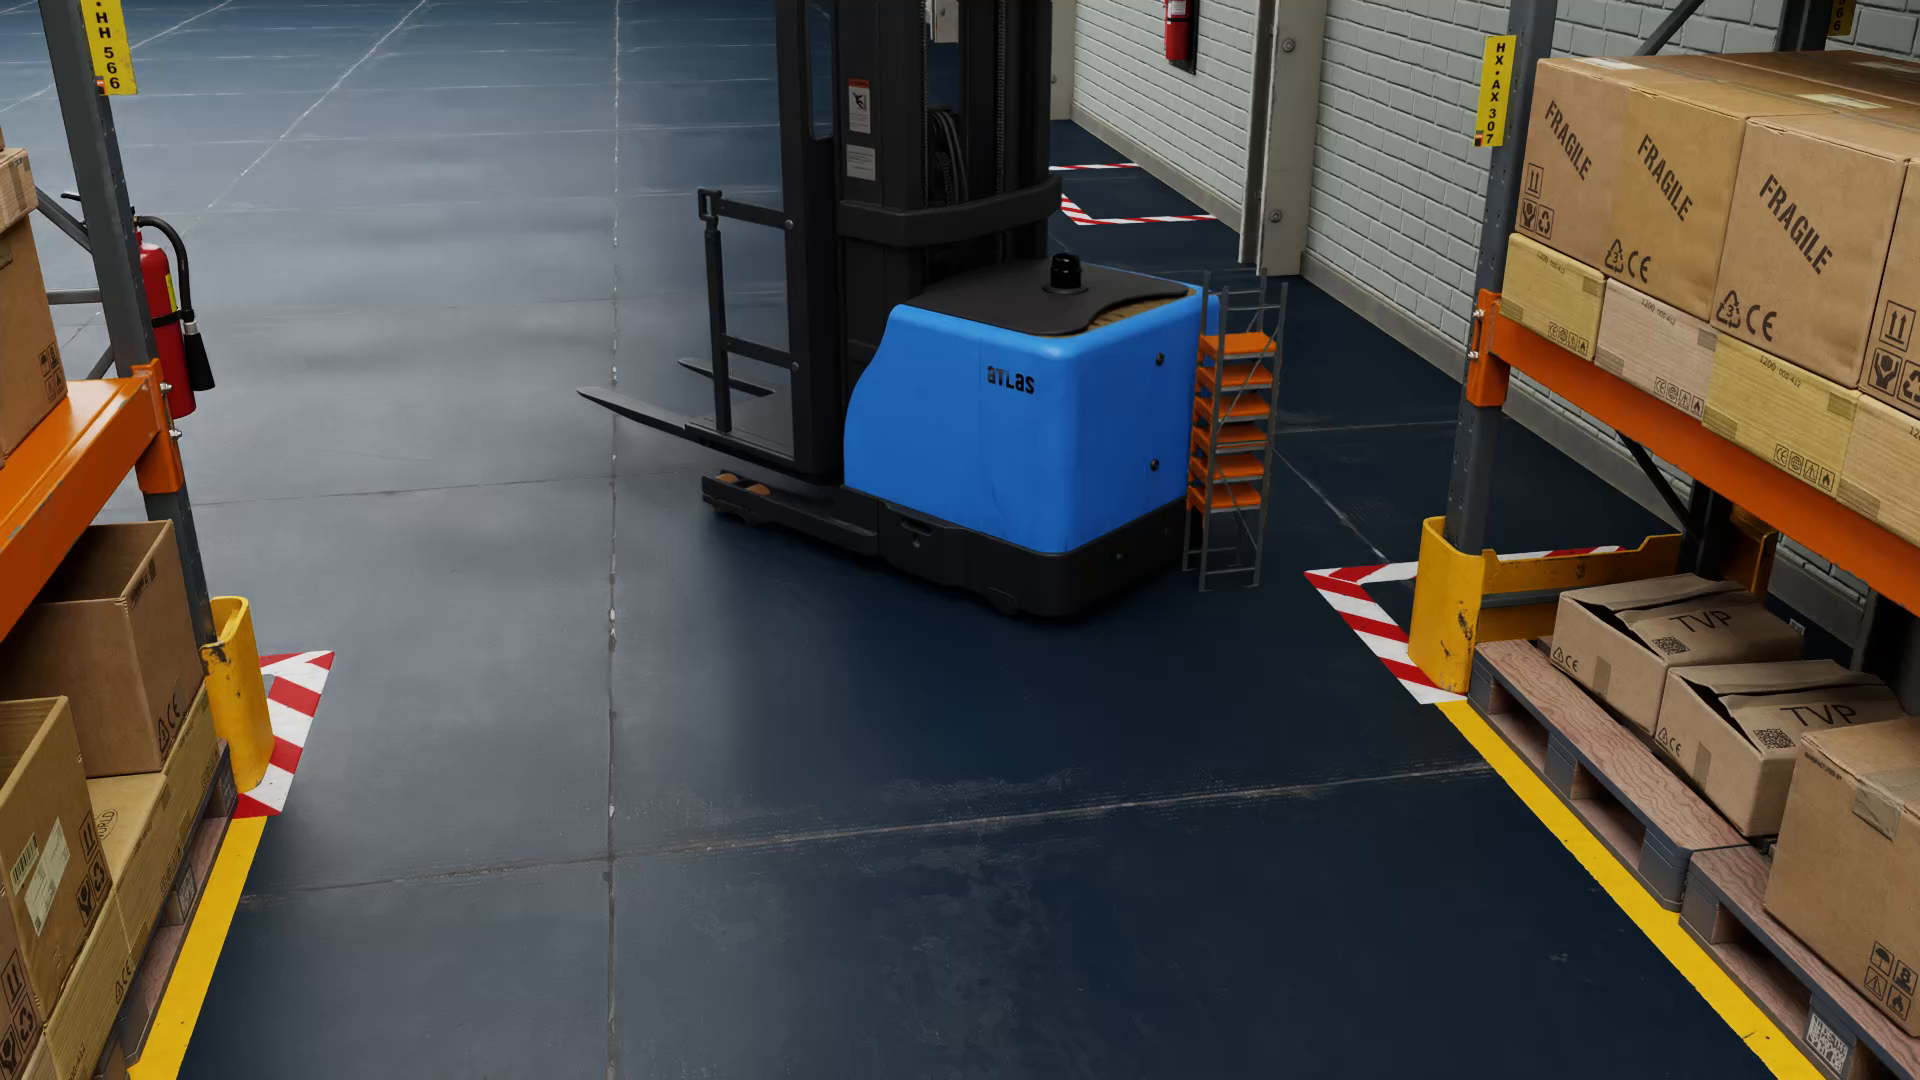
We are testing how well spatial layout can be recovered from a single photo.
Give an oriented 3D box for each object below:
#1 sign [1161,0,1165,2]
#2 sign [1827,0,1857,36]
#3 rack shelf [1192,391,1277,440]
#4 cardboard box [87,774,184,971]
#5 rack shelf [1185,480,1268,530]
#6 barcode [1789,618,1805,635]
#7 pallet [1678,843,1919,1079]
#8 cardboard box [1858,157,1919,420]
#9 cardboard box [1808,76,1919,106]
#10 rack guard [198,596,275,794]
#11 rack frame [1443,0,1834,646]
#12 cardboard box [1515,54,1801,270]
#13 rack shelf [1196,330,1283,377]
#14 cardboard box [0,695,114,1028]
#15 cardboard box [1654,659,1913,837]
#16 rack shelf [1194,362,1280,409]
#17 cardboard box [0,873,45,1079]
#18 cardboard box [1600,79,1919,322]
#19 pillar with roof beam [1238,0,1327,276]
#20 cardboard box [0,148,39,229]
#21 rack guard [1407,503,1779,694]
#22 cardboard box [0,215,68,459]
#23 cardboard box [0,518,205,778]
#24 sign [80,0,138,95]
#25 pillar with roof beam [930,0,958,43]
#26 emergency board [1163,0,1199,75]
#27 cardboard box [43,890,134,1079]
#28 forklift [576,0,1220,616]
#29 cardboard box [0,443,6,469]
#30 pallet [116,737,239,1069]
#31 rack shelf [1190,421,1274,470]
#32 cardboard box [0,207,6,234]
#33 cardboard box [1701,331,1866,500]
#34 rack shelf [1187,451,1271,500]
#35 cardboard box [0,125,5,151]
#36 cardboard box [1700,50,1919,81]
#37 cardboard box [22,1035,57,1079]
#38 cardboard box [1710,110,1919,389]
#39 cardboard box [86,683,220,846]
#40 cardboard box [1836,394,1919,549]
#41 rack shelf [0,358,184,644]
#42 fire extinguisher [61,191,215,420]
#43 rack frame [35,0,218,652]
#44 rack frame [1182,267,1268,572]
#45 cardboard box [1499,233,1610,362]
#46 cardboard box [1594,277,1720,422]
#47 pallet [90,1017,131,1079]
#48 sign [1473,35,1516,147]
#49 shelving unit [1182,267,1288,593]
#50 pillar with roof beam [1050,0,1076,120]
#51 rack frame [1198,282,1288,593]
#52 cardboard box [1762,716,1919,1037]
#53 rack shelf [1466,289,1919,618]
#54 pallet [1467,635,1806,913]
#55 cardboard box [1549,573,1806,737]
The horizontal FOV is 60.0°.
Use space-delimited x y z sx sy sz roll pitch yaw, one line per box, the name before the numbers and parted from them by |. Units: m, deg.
sign | 1.600 -4.362 12.944 0.001 0.329 0.234 -4 24 -10
sign | 2.699 -1.705 5.065 0.100 0.325 0.005 -4 24 -10
rack shelf | 1.005 -0.458 6.101 0.258 0.103 0.180 -5 26 -12
cardboard box | -2.224 0.824 4.026 0.500 0.250 0.500 -4 24 -10
rack shelf | 1.001 -0.134 6.258 0.258 0.103 0.180 -5 26 -12
barcode | 2.586 0.286 5.145 0.001 0.075 0.075 -4 24 -10
pallet | 2.502 1.112 3.939 1.003 0.211 1.213 -4 24 -10
cardboard box | 2.221 -0.470 3.303 0.500 0.500 0.500 -4 24 -8
cardboard box | 2.529 -0.912 4.316 0.500 0.500 0.500 -4 24 -9
rack guard | -2.722 0.508 4.963 1.175 0.500 0.348 -4 24 -10
rack frame | 2.150 -0.997 5.284 1.000 3.000 0.127 -4 24 -10
cardboard box | 1.943 -1.071 4.679 0.500 0.500 0.500 -4 24 -10
rack shelf | 1.007 -0.674 5.997 0.258 0.103 0.180 -5 26 -12
cardboard box | -2.127 0.677 3.427 0.500 0.500 0.500 -4 24 -10
cardboard box | 2.295 0.537 4.582 0.500 0.311 0.500 -2 24 -5
rack shelf | 1.006 -0.566 6.049 0.258 0.103 0.180 -5 26 -12
cardboard box | -2.036 0.873 2.976 0.500 0.500 0.500 -4 24 -10
cardboard box | 2.024 -0.875 4.232 0.500 0.500 0.500 -4 24 -10
pillar with roof beam | -2.211 -5.576 8.273 9.100 9.000 0.400 -4 24 -10
cardboard box | -2.460 -0.835 3.979 0.380 0.149 0.250 -5 24 -11
rack guard | 2.164 0.179 5.716 1.175 0.500 0.348 -4 24 -10
cardboard box | -2.644 -0.490 3.998 0.700 0.500 0.500 -4 24 -10
cardboard box | -2.326 0.284 4.325 0.500 0.500 0.500 -4 24 -10
sign | -2.182 -1.302 4.241 0.100 0.325 0.005 -4 24 -10
pillar with roof beam | -4.430 -10.296 19.081 9.100 9.000 0.400 -4 24 -10
emergency board | 1.600 -4.120 12.436 0.194 1.169 0.643 -4 24 -10
cardboard box | -2.130 1.021 3.576 0.500 0.250 0.500 -4 24 -10
forklift | -0.450 -1.544 6.623 3.031 2.935 1.130 19 30 37
cardboard box | -2.542 -0.283 3.526 0.700 0.500 0.500 -4 24 -8
pallet | -2.535 0.947 4.318 1.003 0.211 1.213 -4 24 -10
rack shelf | 1.003 -0.350 6.154 0.258 0.103 0.180 -5 26 -12
cardboard box | -2.410 -0.732 3.744 0.380 0.149 0.250 -4 24 -8
cardboard box | 2.126 -0.317 3.892 0.500 0.250 0.500 -5 24 -11
rack shelf | 1.002 -0.242 6.206 0.258 0.103 0.180 -5 26 -12
cardboard box | -2.634 -1.063 3.691 0.700 0.500 0.500 -4 24 -10
cardboard box | 2.446 -1.111 4.771 0.500 0.500 0.500 -5 24 -10
cardboard box | -2.039 1.217 3.126 0.500 0.250 0.500 -4 24 -10
cardboard box | 2.114 -0.672 3.766 0.500 0.500 0.500 -5 24 -11
cardboard box | -2.328 0.628 4.474 0.500 0.250 0.500 -4 24 -10
cardboard box | 2.218 -0.118 3.436 0.500 0.250 0.500 -4 24 -9
rack shelf | -2.348 0.488 2.784 1.077 0.370 4.000 -4 24 -10
fire extinguisher | -2.283 -0.674 4.642 0.296 0.674 0.183 -4 24 -10
rack frame | -2.718 -0.628 4.441 1.000 3.000 0.127 -4 24 -10
rack frame | 0.983 -0.429 6.214 0.240 1.200 0.006 -5 26 -12
cardboard box | 1.928 -0.721 4.817 0.500 0.250 0.500 -5 24 -11
cardboard box | 2.038 -0.518 4.351 0.500 0.250 0.500 -5 24 -11
pallet | -2.313 1.426 3.221 1.003 0.211 1.213 -4 24 -10
sign | 1.617 -1.353 5.019 0.100 0.325 0.005 -4 24 -10
shelving unit | 1.004 -0.390 6.134 0.258 1.200 0.189 -5 26 -12
pillar with roof beam | -3.320 -7.936 13.677 9.100 9.000 0.400 -4 24 -10
rack frame | 1.025 -0.351 6.054 0.240 1.200 0.006 -5 26 -12
cardboard box | 2.381 0.743 3.875 0.700 0.500 0.500 -6 24 -13
rack shelf | 2.520 0.120 3.627 1.077 0.370 4.000 -4 24 -10
pallet | 2.279 0.633 5.036 1.003 0.211 1.213 -4 24 -10
cardboard box | 2.189 0.313 5.096 0.500 0.311 0.500 -7 25 -16
